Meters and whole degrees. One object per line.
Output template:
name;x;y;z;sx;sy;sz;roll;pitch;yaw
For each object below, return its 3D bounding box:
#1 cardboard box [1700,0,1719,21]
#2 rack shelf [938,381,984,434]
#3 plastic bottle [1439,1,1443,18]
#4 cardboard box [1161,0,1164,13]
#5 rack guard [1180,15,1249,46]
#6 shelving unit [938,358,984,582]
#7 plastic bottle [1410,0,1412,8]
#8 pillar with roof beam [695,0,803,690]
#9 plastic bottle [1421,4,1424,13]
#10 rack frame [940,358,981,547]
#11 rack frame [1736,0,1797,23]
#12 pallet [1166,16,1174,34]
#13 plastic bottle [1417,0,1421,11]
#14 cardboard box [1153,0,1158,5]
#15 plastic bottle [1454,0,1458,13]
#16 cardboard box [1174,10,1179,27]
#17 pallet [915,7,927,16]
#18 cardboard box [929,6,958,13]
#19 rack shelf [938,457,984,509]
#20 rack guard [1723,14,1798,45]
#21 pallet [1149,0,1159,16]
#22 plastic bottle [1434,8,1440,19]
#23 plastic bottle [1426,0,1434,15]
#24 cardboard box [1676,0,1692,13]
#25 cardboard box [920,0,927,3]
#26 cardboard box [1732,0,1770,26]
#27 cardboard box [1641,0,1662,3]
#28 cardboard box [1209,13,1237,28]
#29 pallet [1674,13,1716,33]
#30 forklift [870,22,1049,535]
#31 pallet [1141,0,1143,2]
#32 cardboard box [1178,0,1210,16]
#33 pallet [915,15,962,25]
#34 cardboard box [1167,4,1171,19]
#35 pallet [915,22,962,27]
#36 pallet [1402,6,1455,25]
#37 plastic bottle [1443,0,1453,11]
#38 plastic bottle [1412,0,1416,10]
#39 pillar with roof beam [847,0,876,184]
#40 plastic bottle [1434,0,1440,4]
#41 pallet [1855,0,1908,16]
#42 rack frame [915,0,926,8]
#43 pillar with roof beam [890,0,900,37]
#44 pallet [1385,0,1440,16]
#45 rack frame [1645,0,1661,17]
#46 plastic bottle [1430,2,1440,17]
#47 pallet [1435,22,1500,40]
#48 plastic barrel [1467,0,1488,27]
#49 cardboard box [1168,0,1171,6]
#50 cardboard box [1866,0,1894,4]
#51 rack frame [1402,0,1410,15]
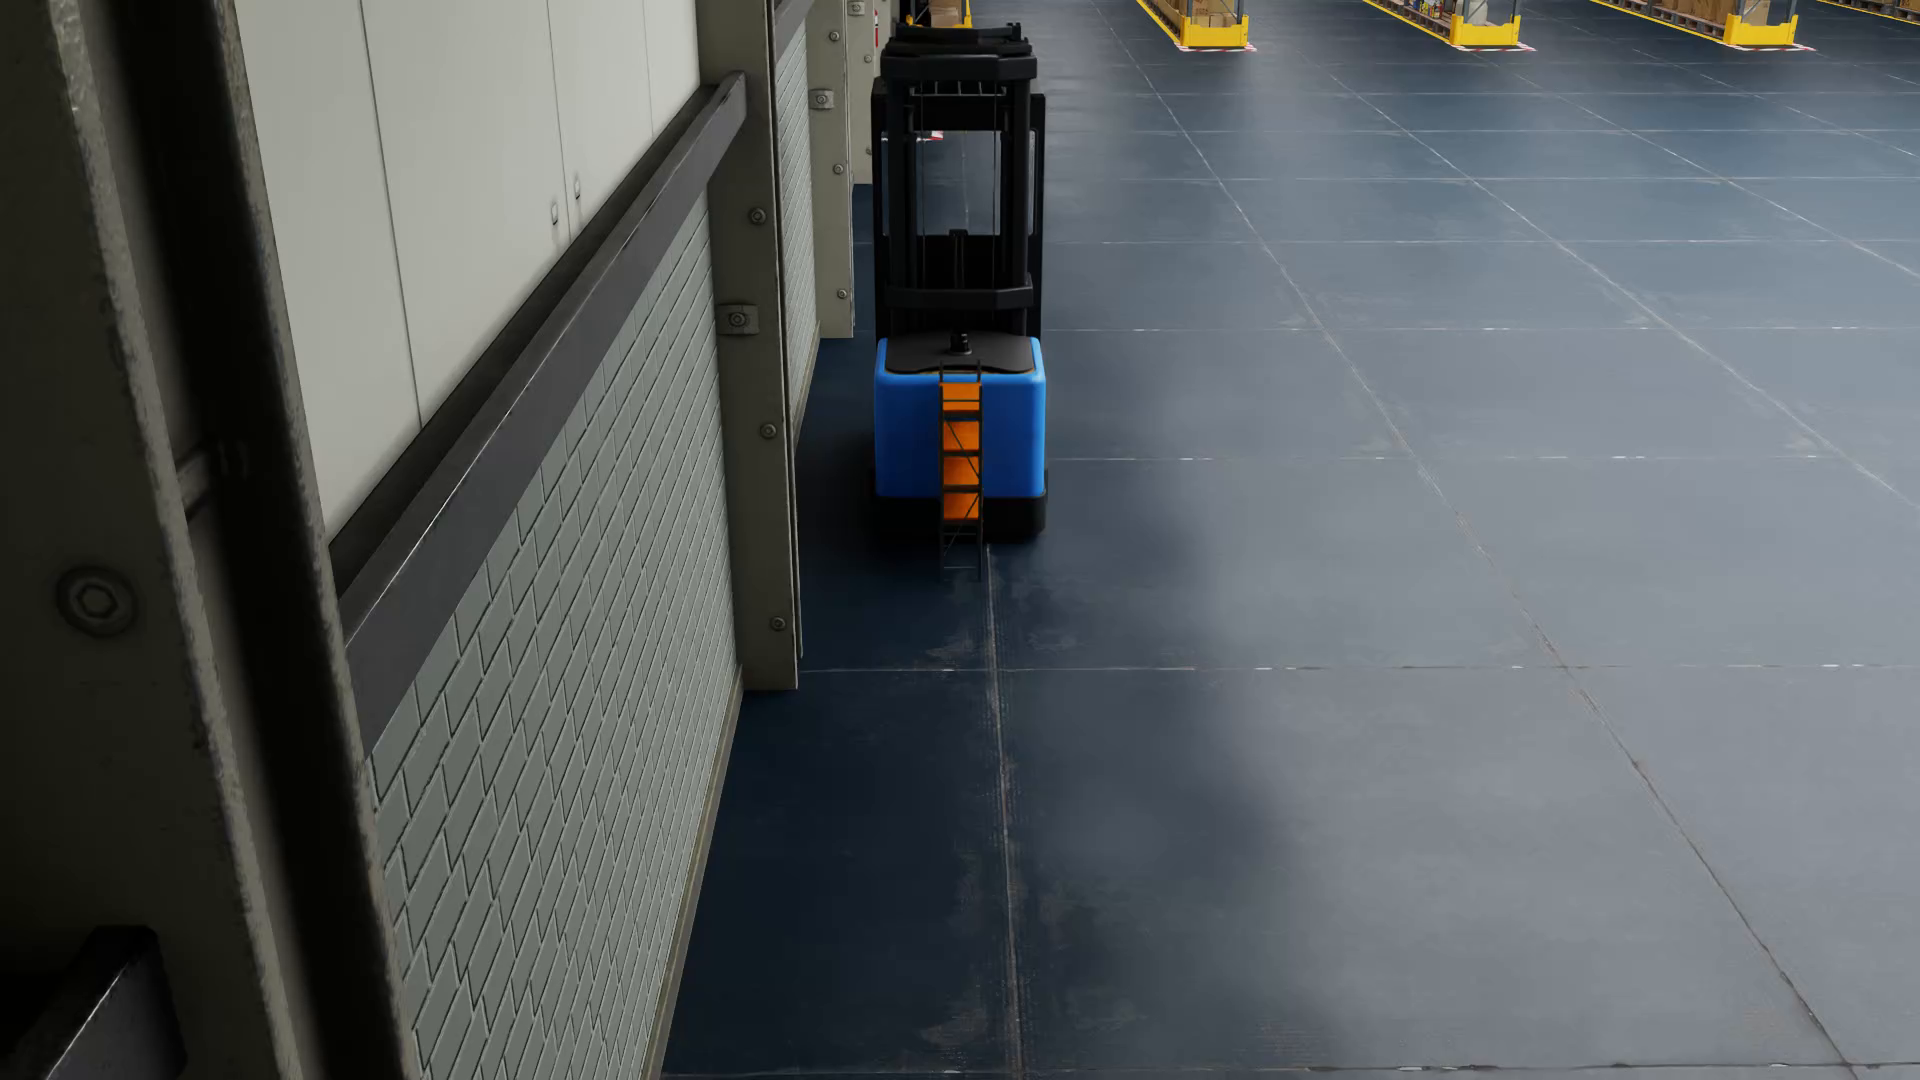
cardboard box;14.455;-10.165;31.608;0.500;0.500;0.500;2;24;4
rack shelf;0.004;-0.764;9.530;0.258;0.148;0.480;0;24;-1
plastic bottle;9.194;-10.151;31.816;0.061;0.283;0.133;0;24;-1
cardboard box;4.227;-10.496;32.644;0.500;0.250;0.500;0;24;-1
rack guard;4.568;-9.159;29.894;1.175;0.500;0.348;0;24;-1
shelving unit;0.004;-0.406;9.692;0.258;1.200;0.503;0;24;-1
plastic bottle;9.044;-10.727;33.190;0.097;0.201;0.097;0;24;0
pillar with roof beam;3.308;-3.432;6.918;9.100;9.000;0.400;0;24;-1
plastic bottle;9.053;-10.373;32.407;0.097;0.201;0.097;0;24;0
rack frame;0.001;-0.507;9.914;0.240;1.200;0.015;0;24;-1
rack frame;14.474;-10.351;29.496;1.000;3.000;0.127;0;24;-1
pallet;4.507;-9.854;31.780;1.003;0.211;1.213;0;24;-1
plastic bottle;9.073;-10.558;32.635;0.144;0.351;0.185;-1;24;-3
cardboard box;4.230;-11.064;33.900;0.500;0.250;0.500;0;24;-1
plastic bottle;9.670;-10.396;32.357;0.061;0.283;0.133;0;24;-1
cardboard box;4.249;-9.672;30.822;0.500;0.250;0.500;0;24;-1
pallet;-0.386;-10.385;32.956;1.003;0.211;1.213;0;24;-1
cardboard box;-0.309;-9.780;30.962;0.500;0.311;0.500;2;24;4
rack shelf;0.004;-0.345;9.720;0.258;0.148;0.480;0;24;-1
rack guard;14.473;-9.243;30.080;1.175;0.500;0.348;0;24;-1
pallet;4.477;-10.989;34.291;1.003;0.211;1.213;0;24;-1
plastic bottle;9.063;-10.009;31.601;0.097;0.201;0.097;0;24;0
plastic bottle;9.080;-10.306;32.078;0.144;0.351;0.185;1;24;2
cardboard box;14.408;-10.650;32.682;0.500;0.500;0.500;8;25;16
cardboard box;-0.454;-11.297;34.087;0.700;0.500;0.500;1;24;1
cardboard box;14.484;-9.660;30.493;0.500;0.500;0.500;4;25;9
cardboard box;14.445;-11.314;34.124;0.700;0.500;0.500;-2;24;-5
cardboard box;4.784;-9.468;30.372;0.500;0.250;0.500;0;24;-1
pallet;14.489;-9.948;31.989;1.003;0.211;1.213;0;24;-1
forklift;-0.015;-1.928;10.957;1.130;2.935;3.031;0;24;-1
pallet;4.451;-11.994;36.514;1.003;0.211;1.213;0;24;-1
cardboard box;4.265;-9.808;30.212;0.500;0.500;0.500;0;24;-1
pallet;-0.370;-9.881;31.841;1.003;0.211;1.213;0;24;-1
cardboard box;4.238;-10.084;31.733;0.500;0.250;0.500;0;24;-1
pallet;-0.360;-9.380;30.732;1.003;0.211;1.213;0;24;-1
pallet;9.443;-10.429;33.053;1.003;0.211;1.213;0;24;-1
plastic bottle;9.627;-10.582;32.778;0.152;0.276;0.135;0;24;-1
plastic bottle;9.073;-10.670;32.973;0.152;0.276;0.135;1;24;1
pillar with roof beam;3.178;-8.376;17.851;9.100;9.000;0.400;0;24;-1
plastic bottle;9.226;-10.360;32.287;0.152;0.276;0.135;0;24;-1
pallet;19.307;-11.027;34.374;1.003;0.211;1.213;0;24;-1
rack frame;-0.429;-11.932;32.992;1.000;3.000;0.127;0;24;-1
pillar with roof beam;3.047;-13.321;28.784;9.100;9.000;0.400;0;24;-1
pallet;9.430;-11.030;34.381;1.003;0.211;1.213;0;24;-1
rack frame;14.430;-11.999;33.140;1.000;3.000;0.127;0;24;-1
plastic bottle;9.087;-10.147;31.816;0.152;0.276;0.135;0;24;0
pallet;9.470;-9.424;30.830;1.003;0.211;1.213;0;24;-1
plastic barrel;9.437;-9.657;30.472;0.421;0.512;0.421;0;24;0
cardboard box;4.235;-10.426;31.578;0.500;0.500;0.500;0;24;-1
cardboard box;19.294;-11.401;34.039;1.050;0.750;0.750;0;24;-1
rack frame;9.477;-11.977;33.091;1.000;3.000;0.127;0;24;-1
